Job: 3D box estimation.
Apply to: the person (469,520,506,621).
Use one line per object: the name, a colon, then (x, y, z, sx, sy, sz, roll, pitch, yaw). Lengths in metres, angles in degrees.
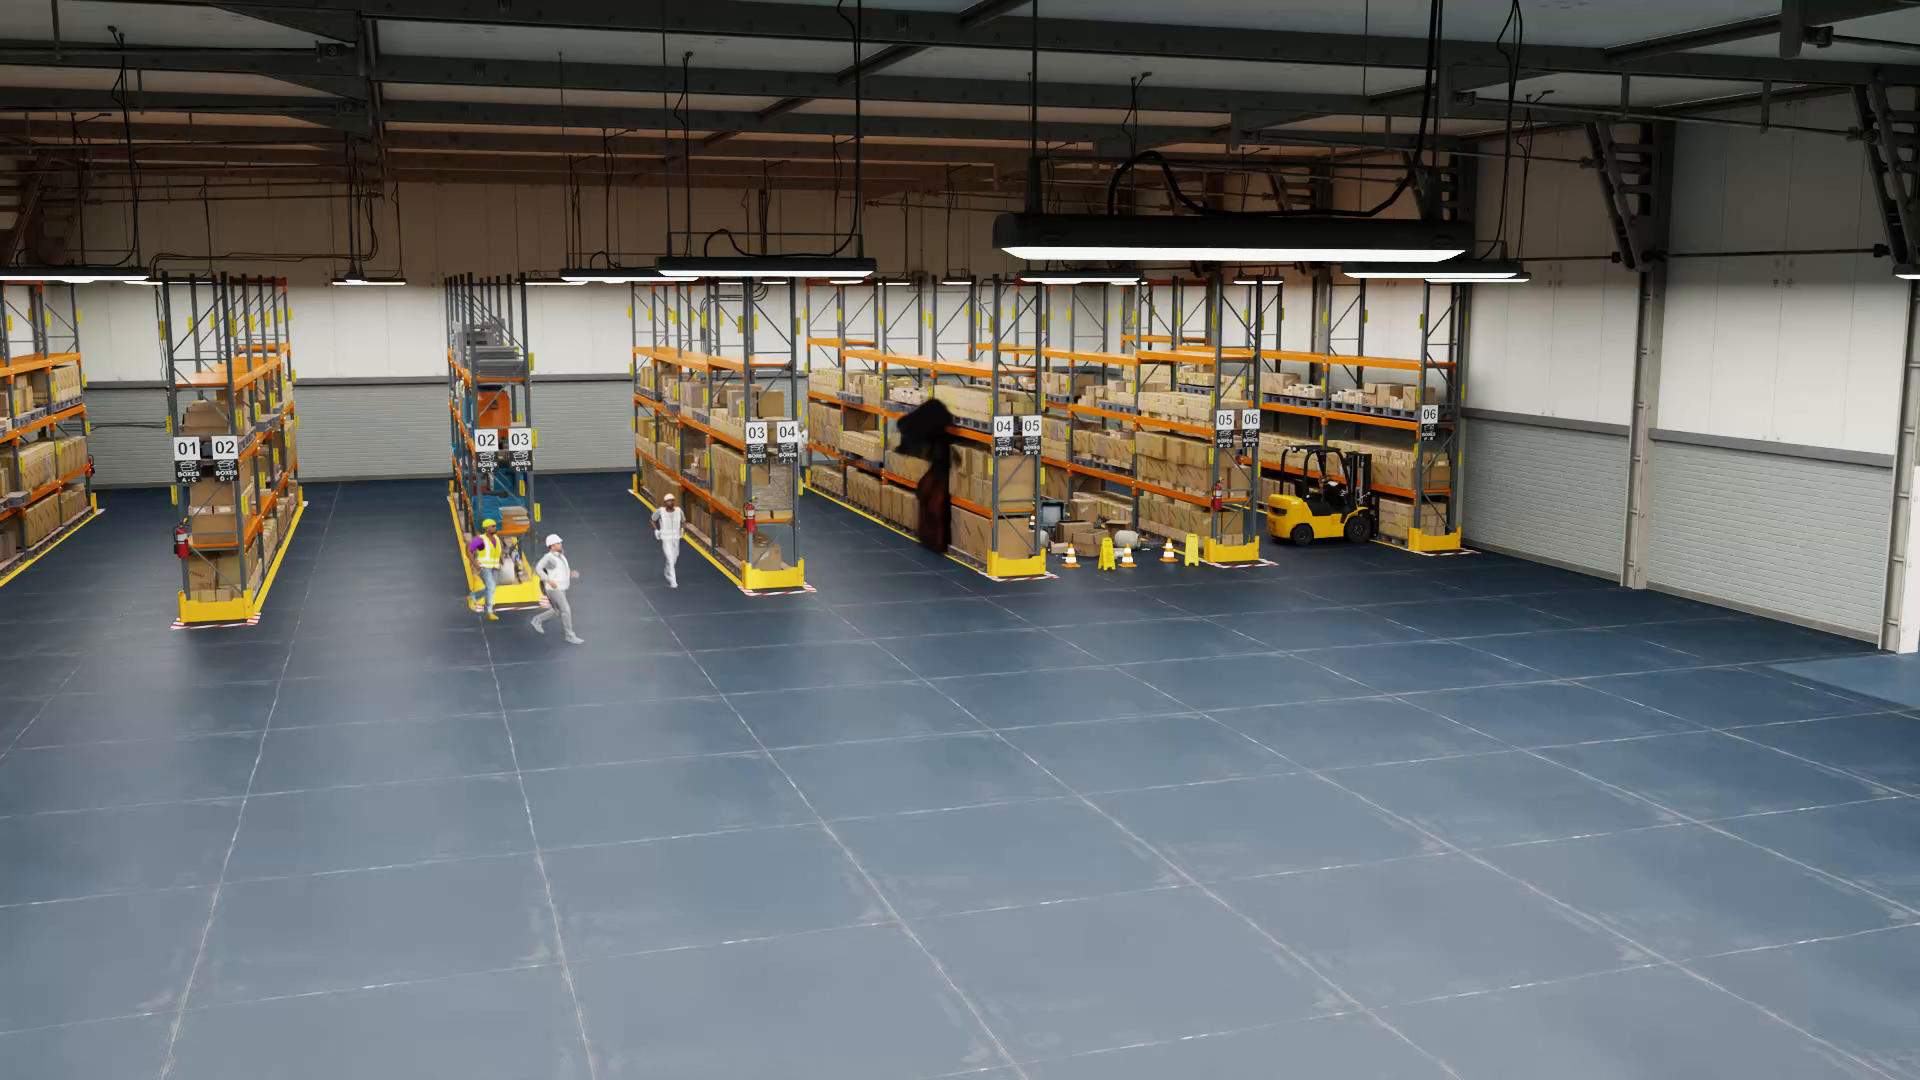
person: (-8.254, 0.504, 29.130, 0.704, 1.720, 0.753, 4, 10, 27)

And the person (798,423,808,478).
person: (-4.738, -2.636, 49.677, 0.694, 1.754, 0.852, 4, 10, 26)

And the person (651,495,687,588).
person: (-5.627, -0.001, 32.302, 0.690, 1.788, 0.866, -5, 10, -28)

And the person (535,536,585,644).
person: (-6.532, 0.807, 27.005, 0.875, 1.772, 0.663, 1, 9, 8)

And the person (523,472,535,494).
person: (-12.417, -2.085, 46.481, 0.844, 1.681, 0.607, 1, 9, 9)
